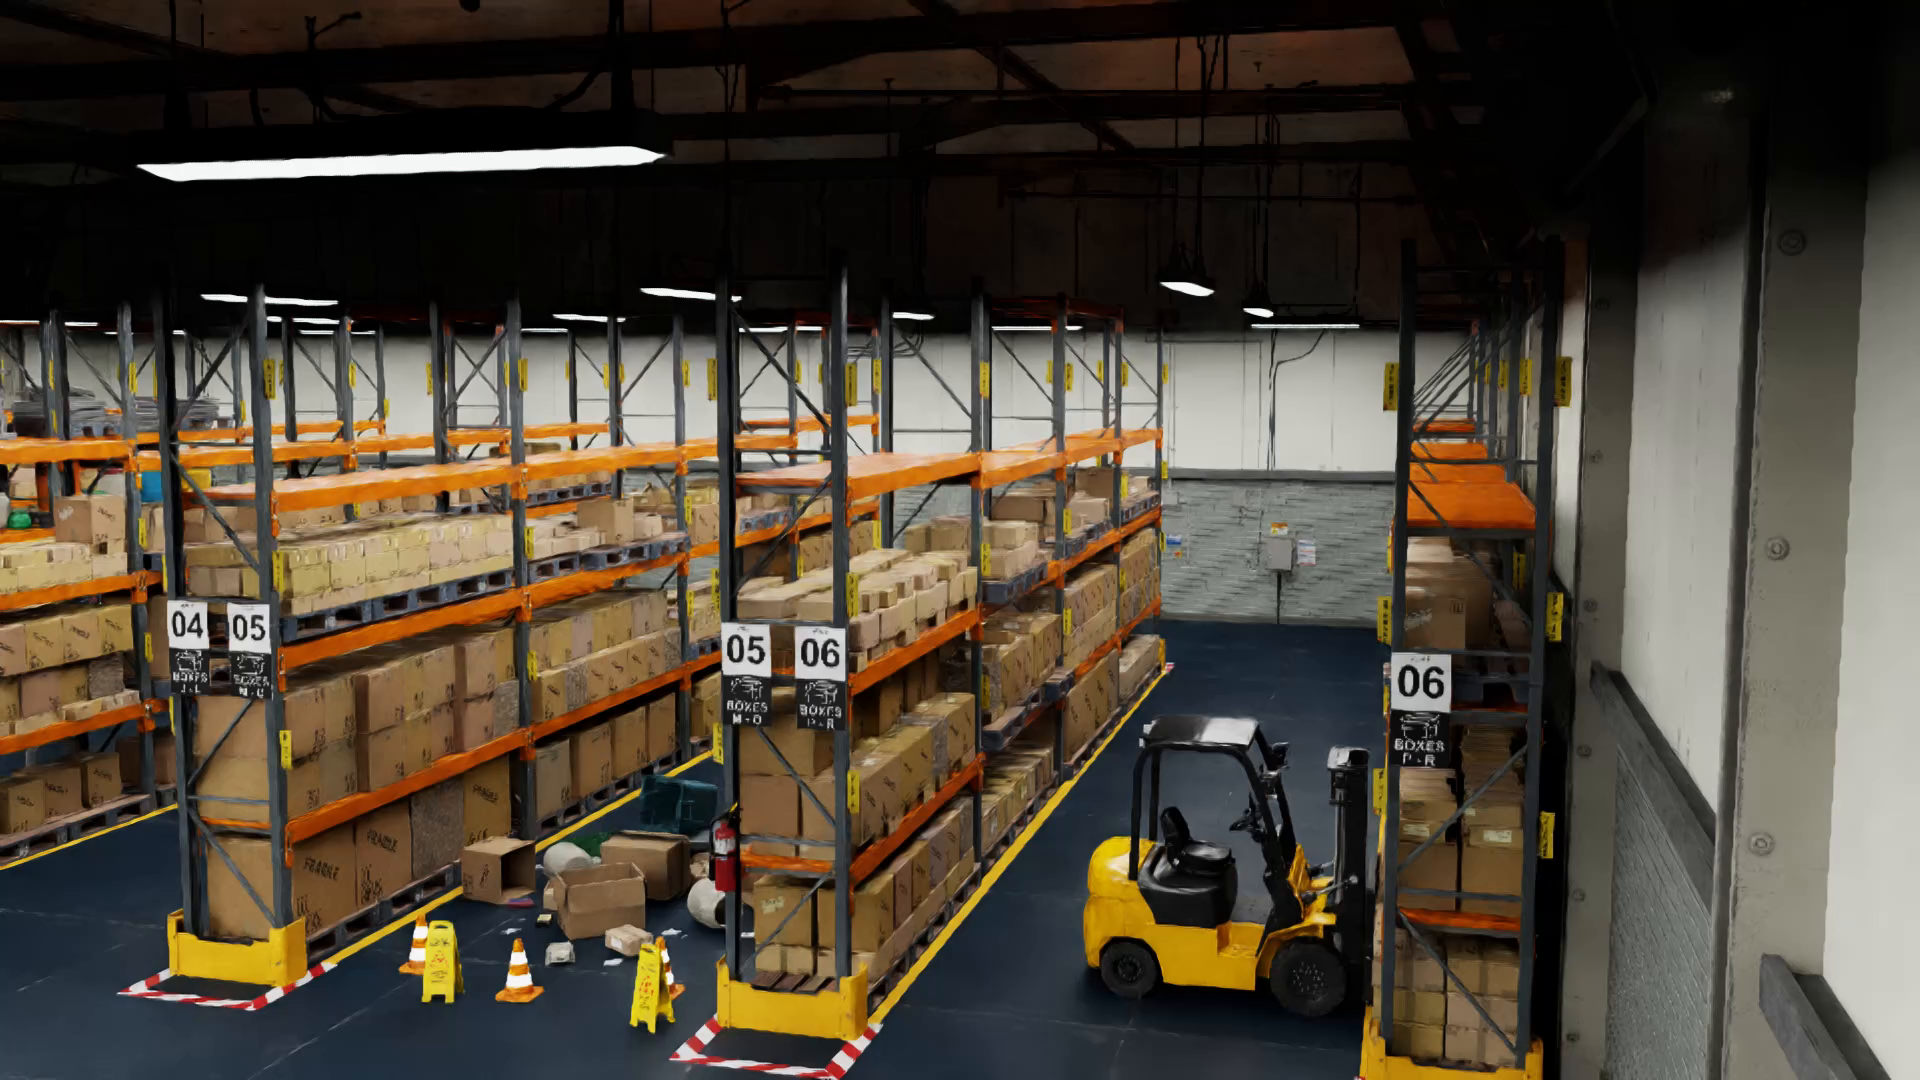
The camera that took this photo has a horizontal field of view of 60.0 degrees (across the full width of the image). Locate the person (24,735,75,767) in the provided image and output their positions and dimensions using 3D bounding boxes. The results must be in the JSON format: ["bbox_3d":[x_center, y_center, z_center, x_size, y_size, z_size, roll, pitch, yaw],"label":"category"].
[{"bbox_3d":[-11.101,2.216,20.291,0.439,1.587,1.091,1,6,13],"label":"person"}]
